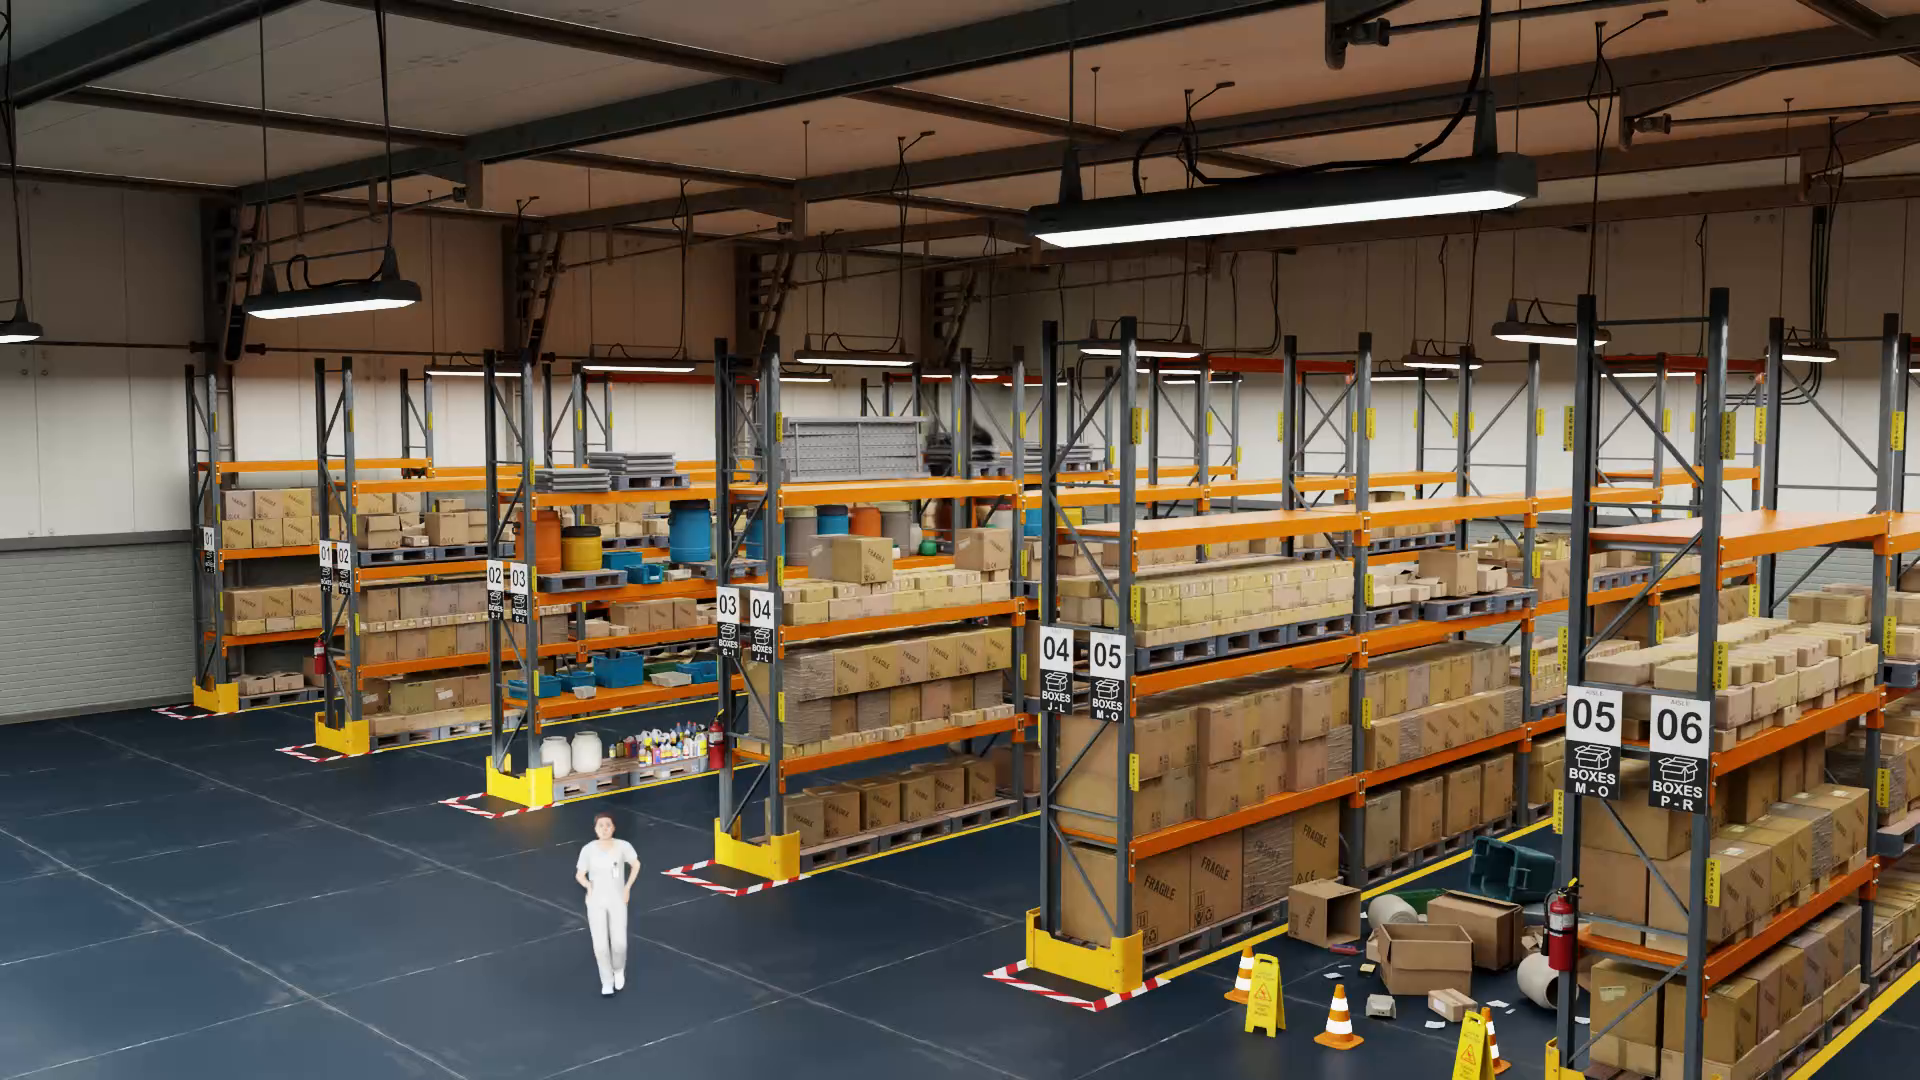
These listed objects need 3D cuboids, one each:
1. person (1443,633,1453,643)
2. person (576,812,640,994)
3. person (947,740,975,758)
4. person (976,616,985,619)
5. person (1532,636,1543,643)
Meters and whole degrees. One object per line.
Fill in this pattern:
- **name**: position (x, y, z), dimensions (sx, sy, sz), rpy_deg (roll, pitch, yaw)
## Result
- **person**: position (7.927, 2.270, 27.070), dimensions (0.615, 1.683, 0.638), rpy_deg (3, 6, 38)
- **person**: position (-3.104, 3.217, 14.649), dimensions (0.554, 1.627, 0.548), rpy_deg (-1, 4, -9)
- **person**: position (-0.035, 2.538, 23.246), dimensions (0.652, 1.687, 0.602), rpy_deg (4, 6, 43)
- **person**: position (0.613, 1.716, 33.134), dimensions (0.648, 1.778, 1.008), rpy_deg (3, 5, 32)
- **person**: position (9.060, 2.340, 25.954), dimensions (0.661, 1.693, 0.649), rpy_deg (-4, 6, -39)
